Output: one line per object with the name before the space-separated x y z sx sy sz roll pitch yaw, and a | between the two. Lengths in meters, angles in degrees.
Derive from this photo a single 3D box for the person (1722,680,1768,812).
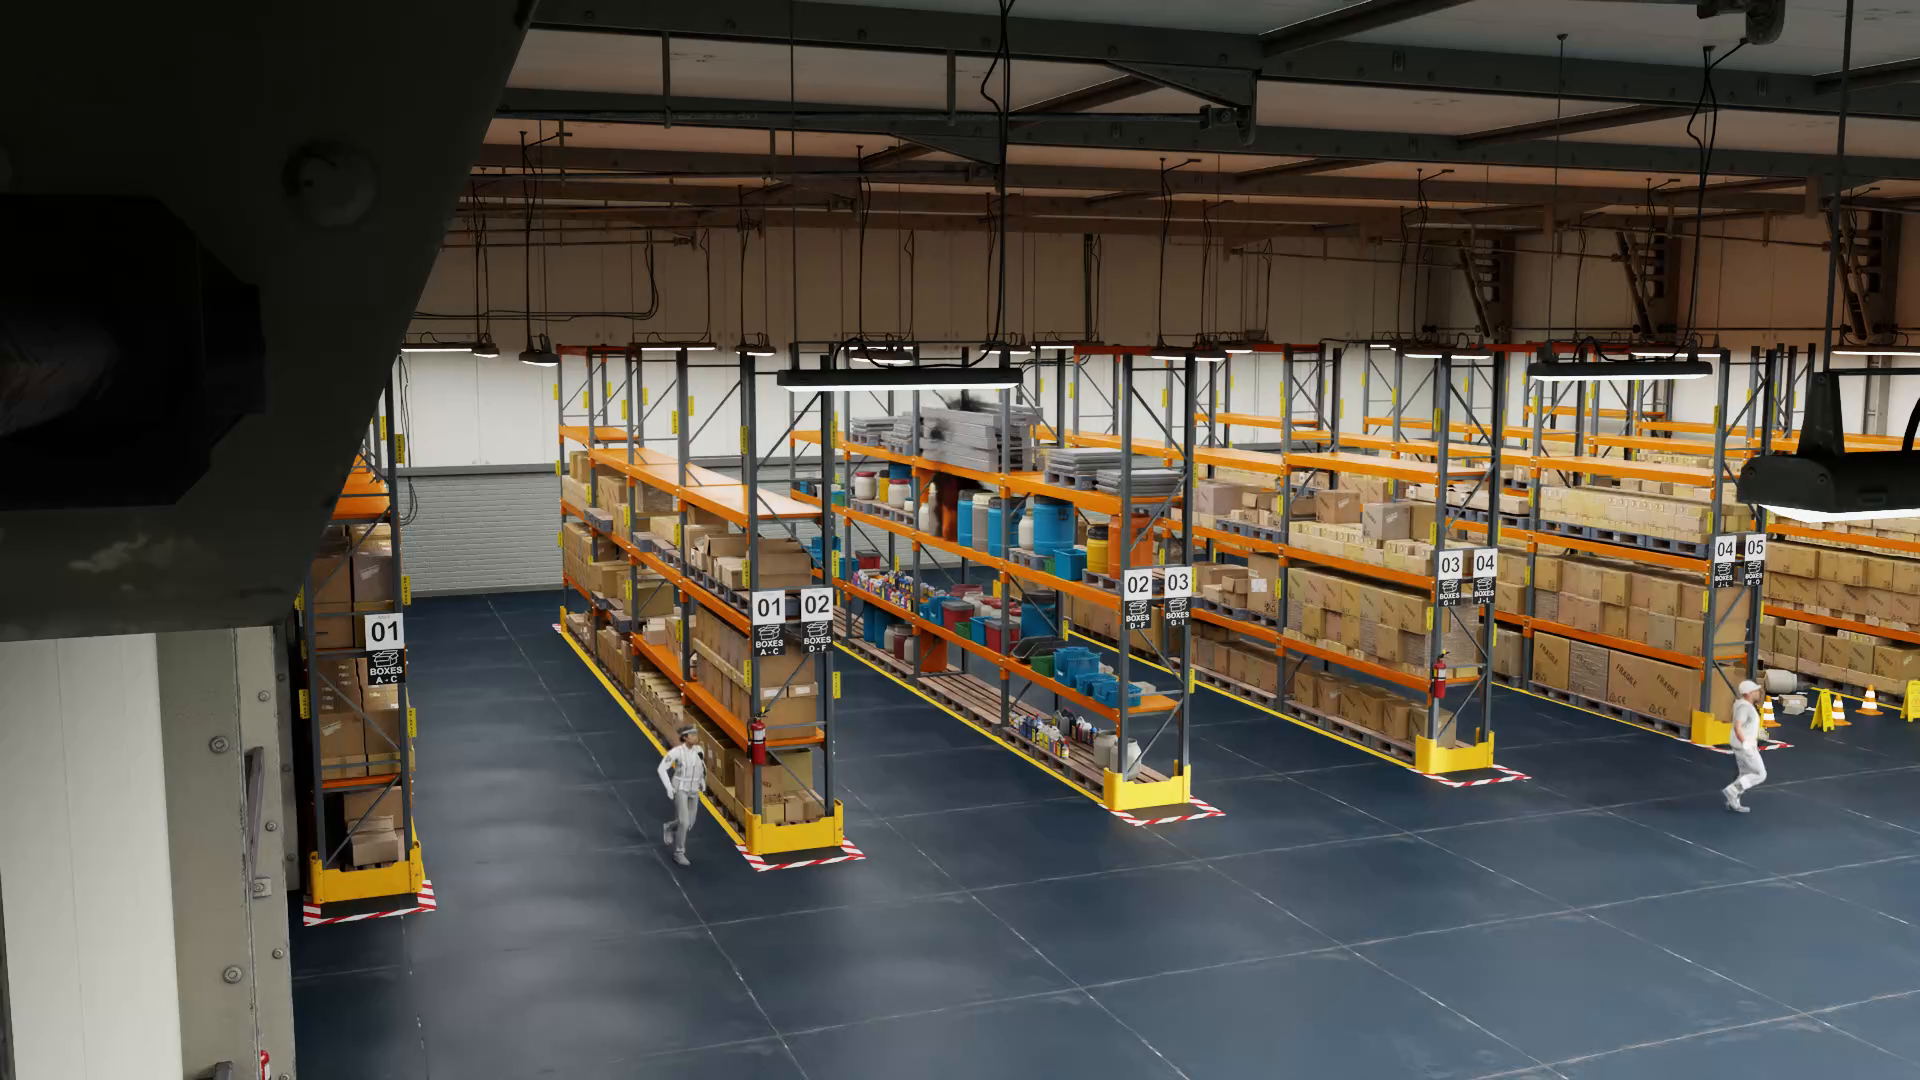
person | 10.310 2.701 21.800 0.584 1.749 0.669 2 7 13

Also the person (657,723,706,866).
person | -3.310 3.012 19.964 0.657 1.662 0.648 -6 10 -42
